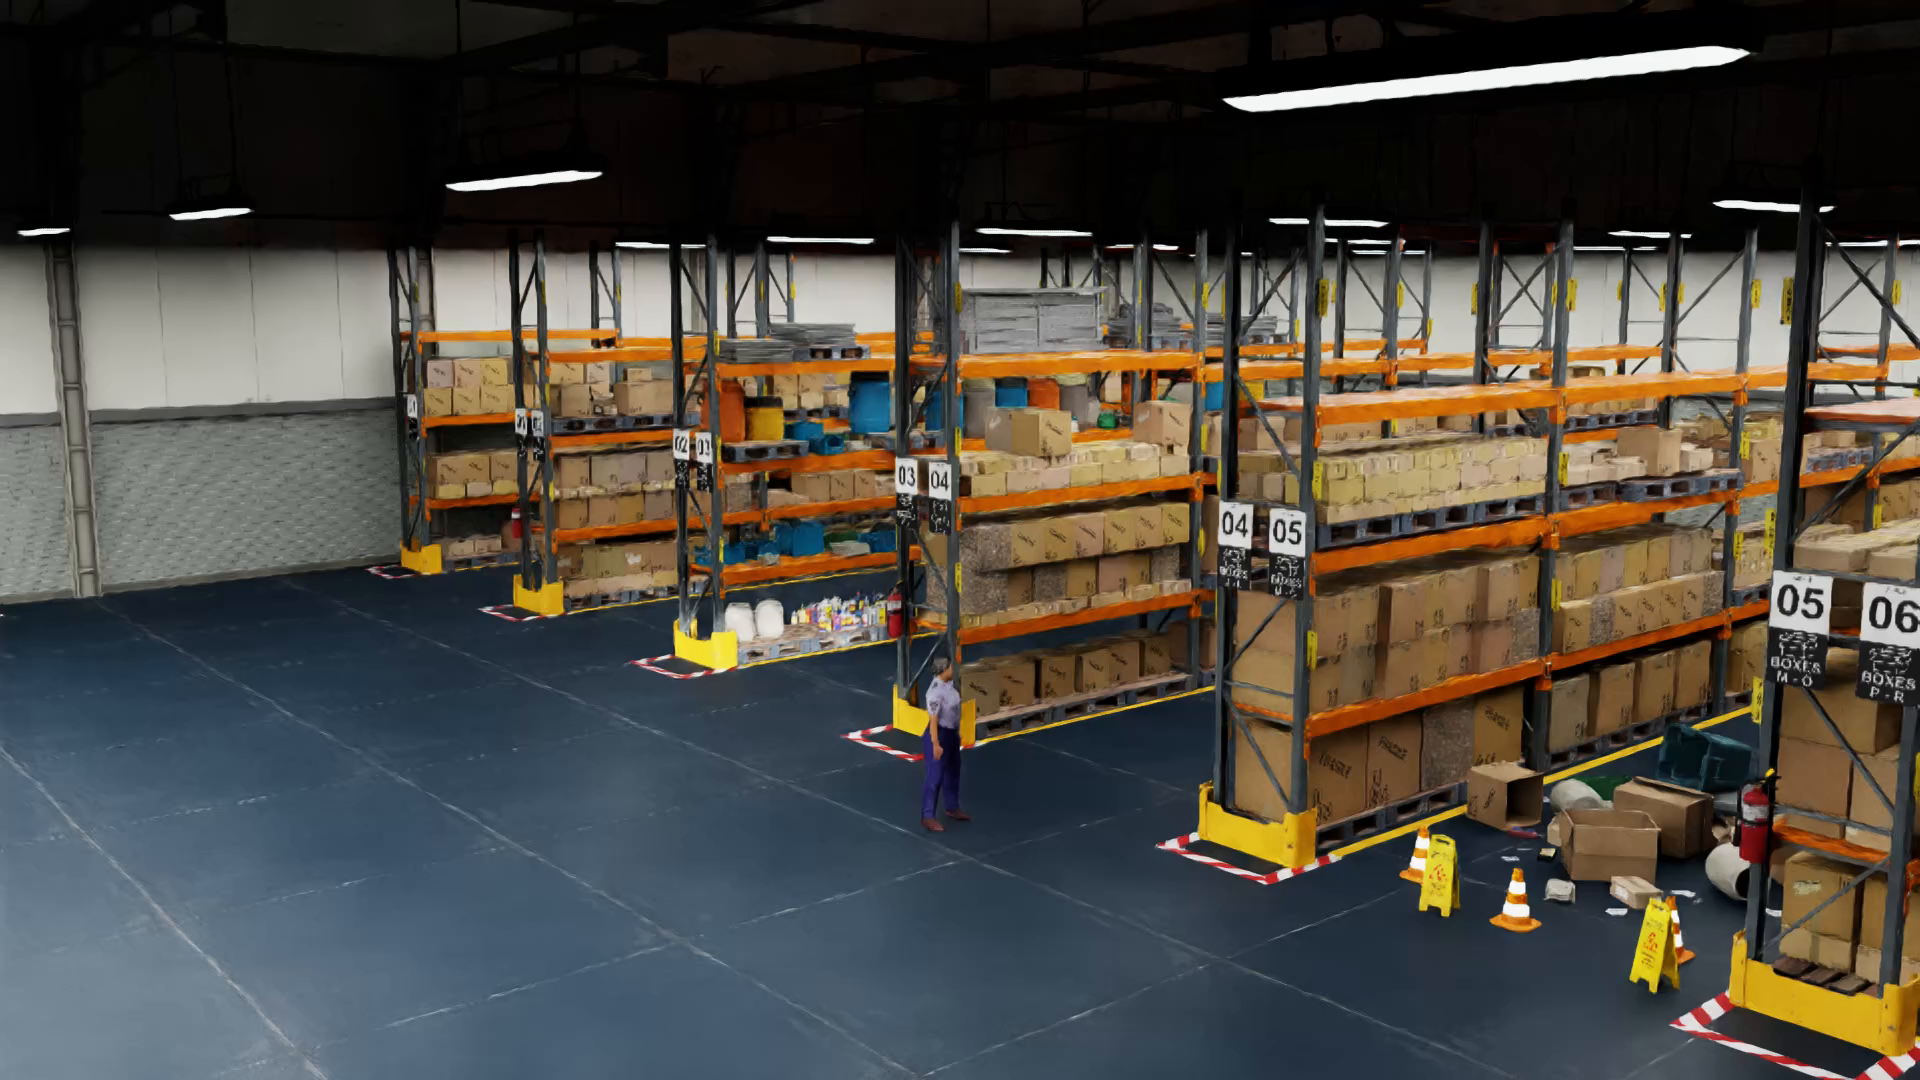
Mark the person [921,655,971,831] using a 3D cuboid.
[{"bbox_3d":[-0.136,1.921,15.913,0.429,1.642,0.533,3,9,19],"label":"person"}]
